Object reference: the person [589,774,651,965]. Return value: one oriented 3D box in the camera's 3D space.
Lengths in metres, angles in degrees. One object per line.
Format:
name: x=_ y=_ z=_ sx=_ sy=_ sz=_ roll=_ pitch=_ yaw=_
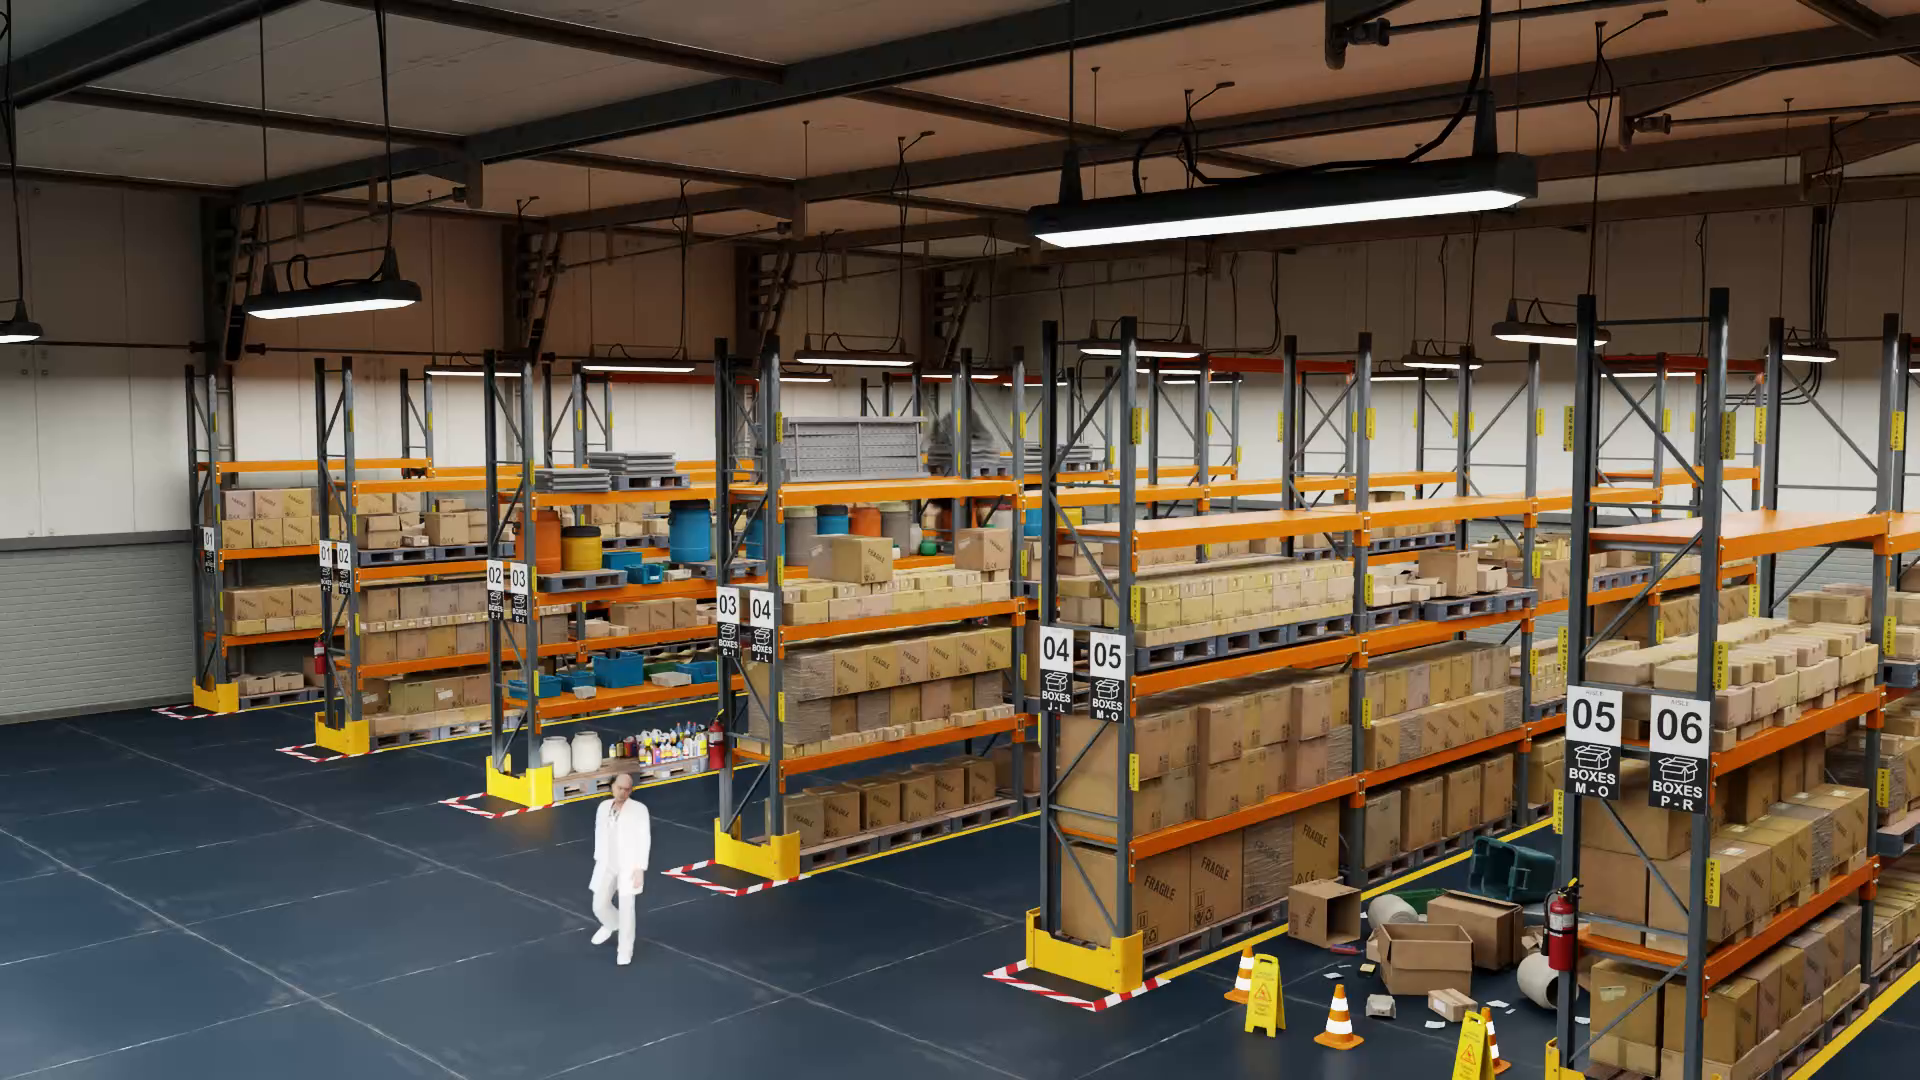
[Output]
person: x=-3.202 y=3.070 z=15.694 sx=0.696 sy=1.773 sz=0.632 roll=1 pitch=4 yaw=11
